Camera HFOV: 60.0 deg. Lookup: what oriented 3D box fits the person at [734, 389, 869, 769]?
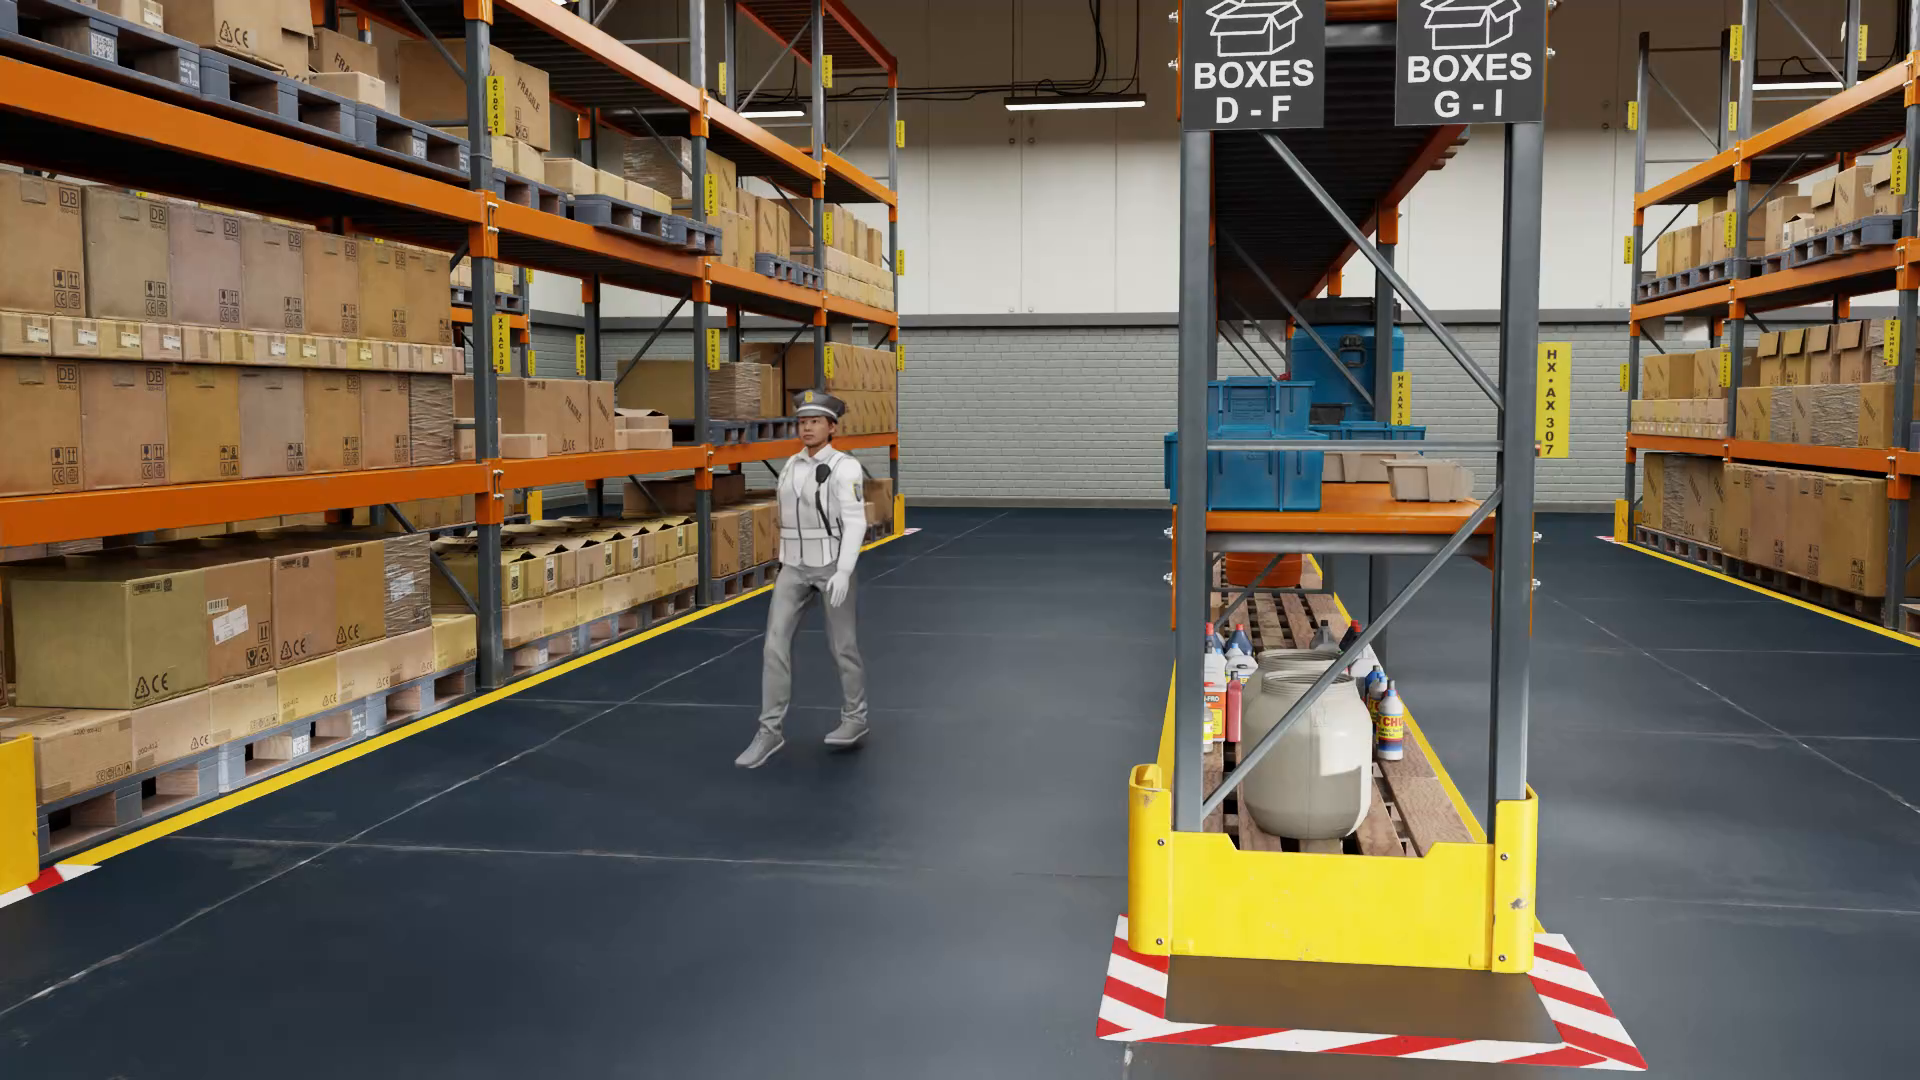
[{"bbox_3d":[-0.684,0.169,7.658,0.526,1.720,0.751,2,5,28],"label":"person"}]
